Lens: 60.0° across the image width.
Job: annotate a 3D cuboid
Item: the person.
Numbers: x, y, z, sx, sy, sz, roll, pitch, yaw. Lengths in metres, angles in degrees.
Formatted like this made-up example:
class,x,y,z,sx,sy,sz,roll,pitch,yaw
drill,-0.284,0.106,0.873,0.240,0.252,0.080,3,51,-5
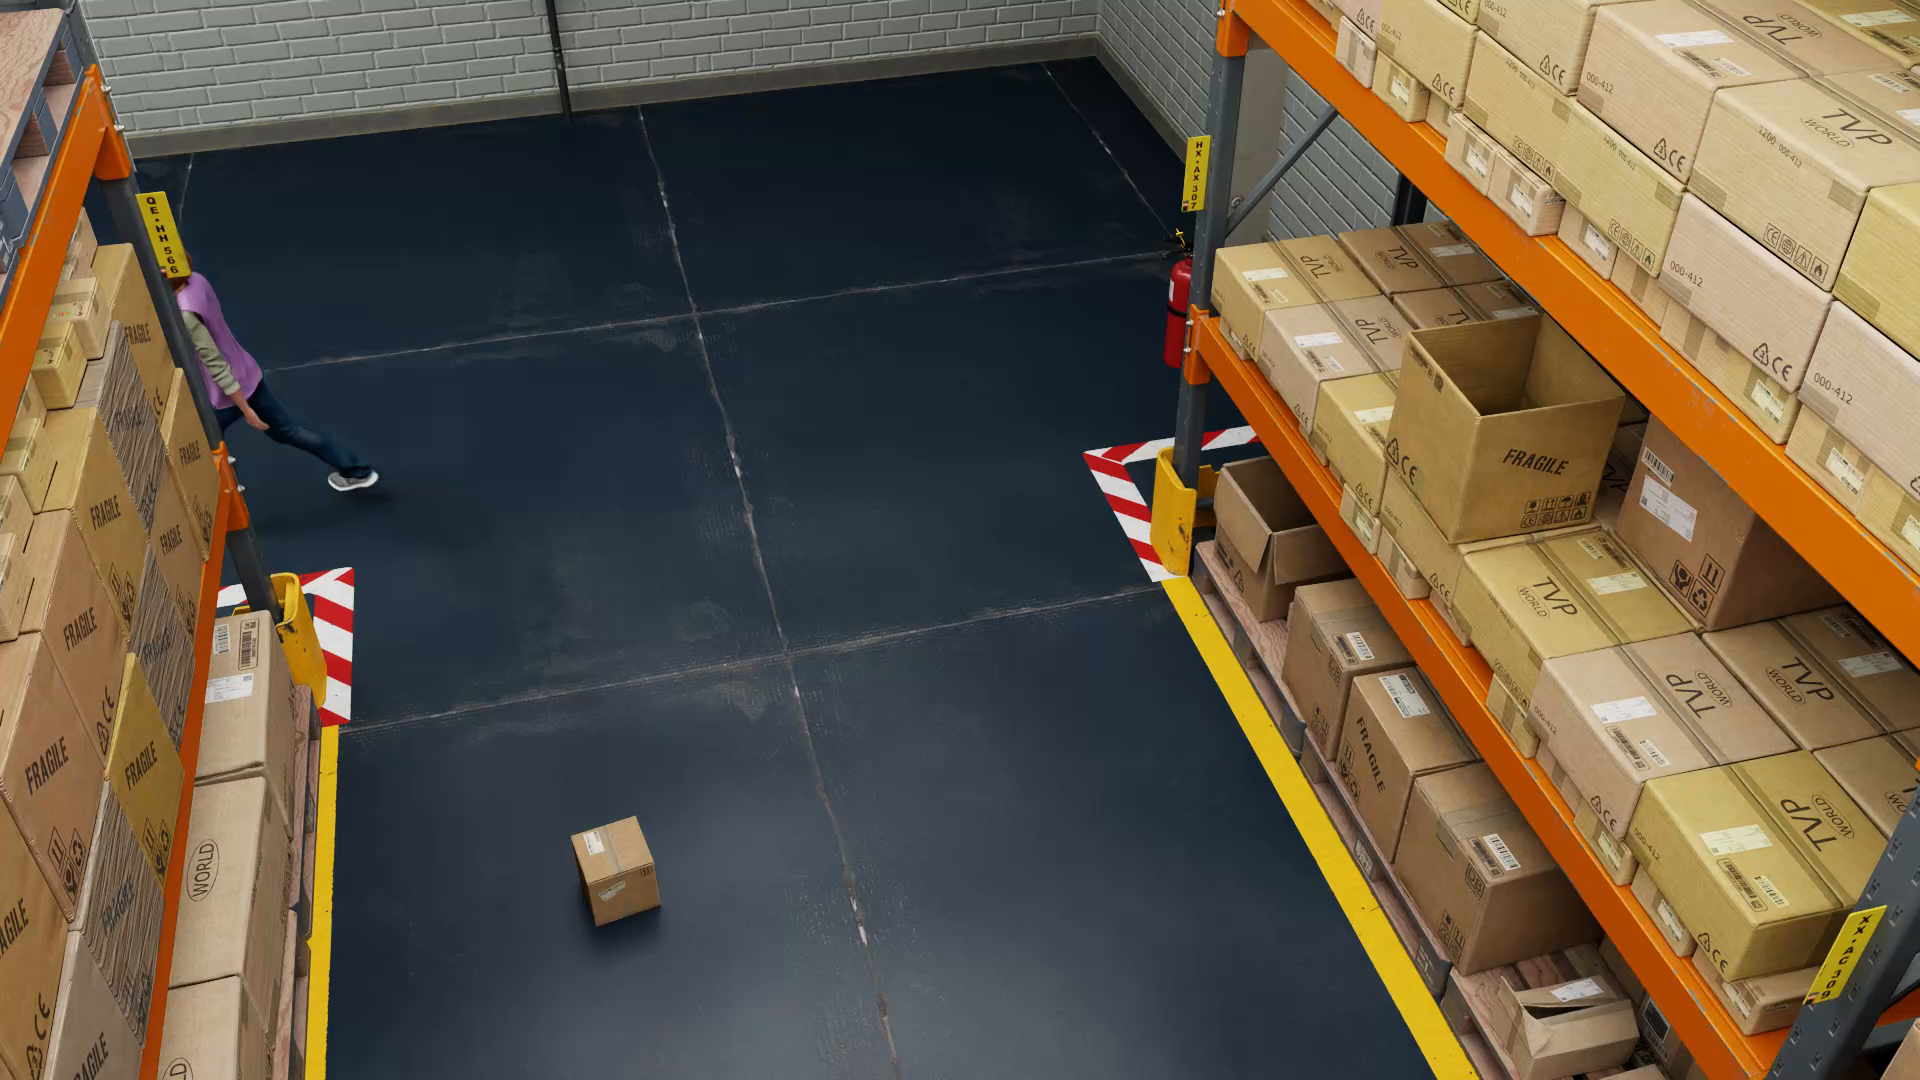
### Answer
class,x,y,z,sx,sy,sz,roll,pitch,yaw
person,-3.357,-0.711,7.625,1.049,1.518,0.469,-5,39,-6
